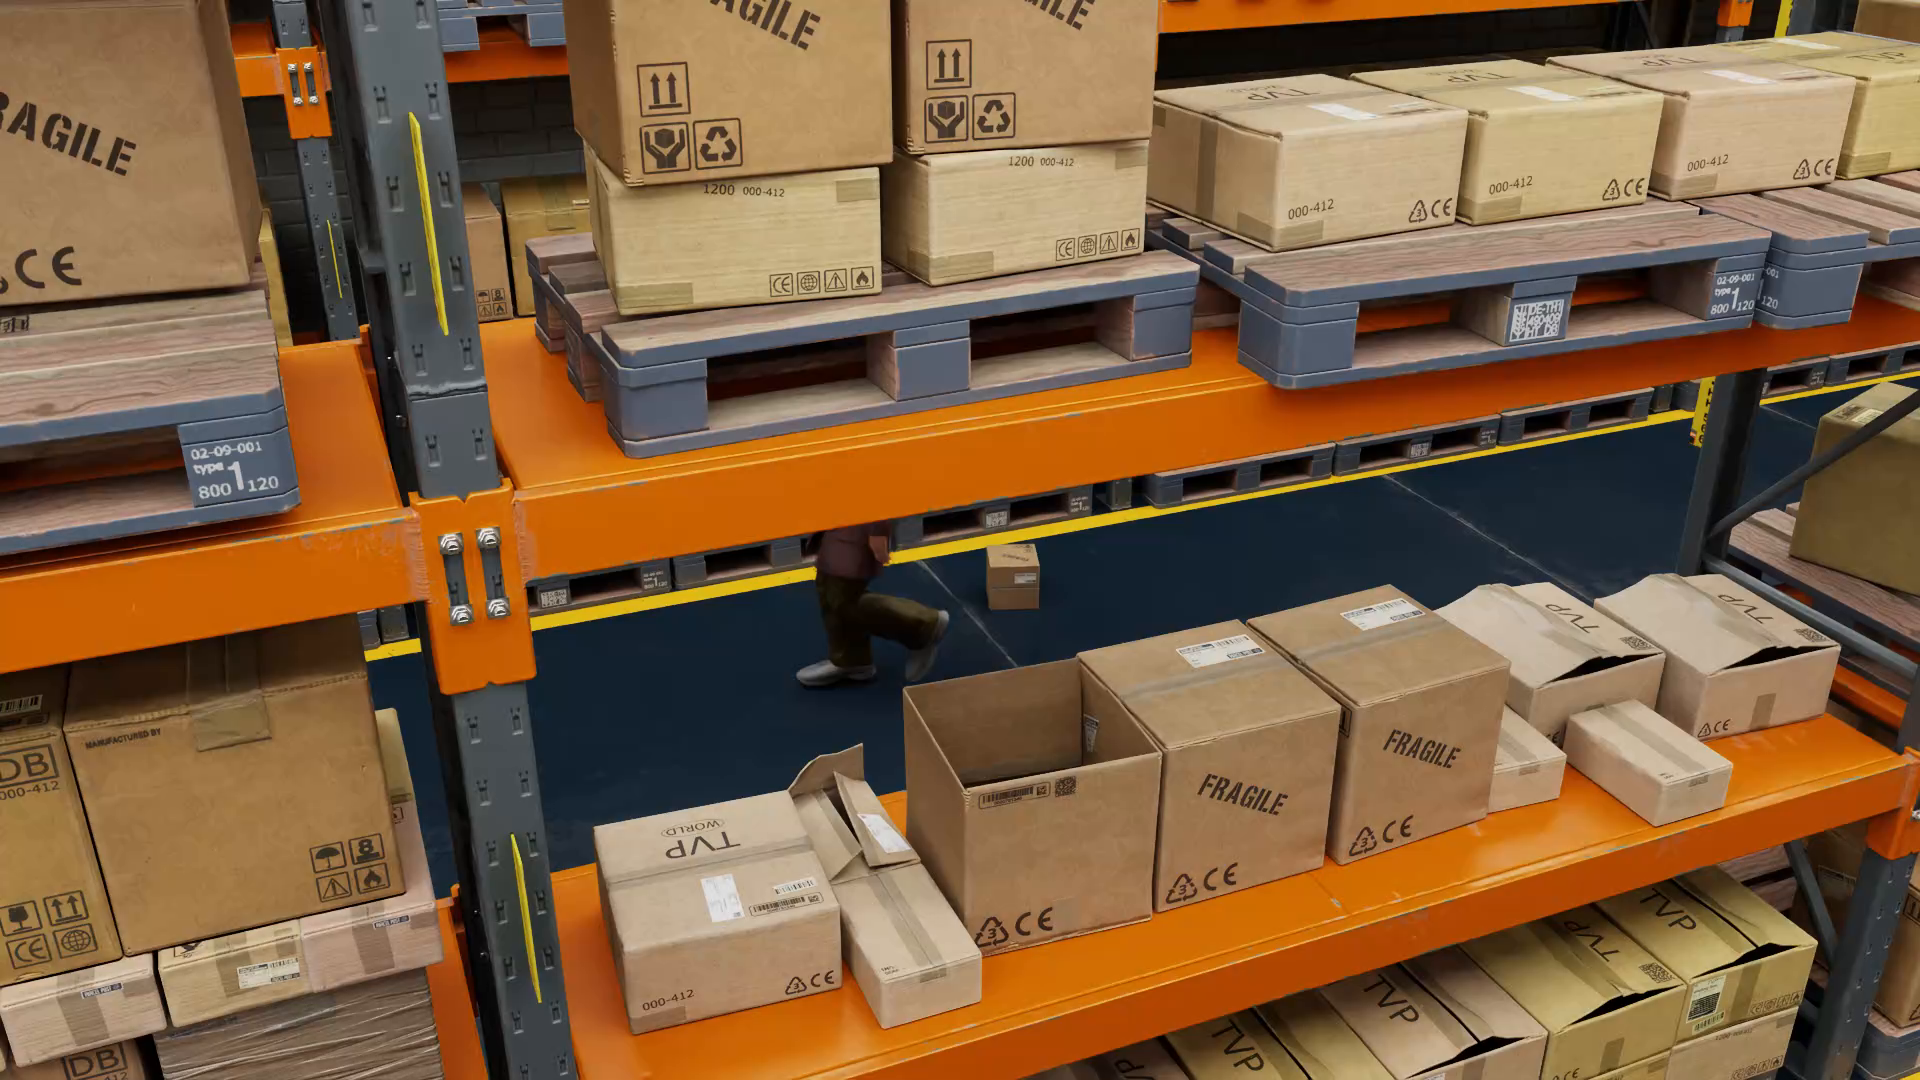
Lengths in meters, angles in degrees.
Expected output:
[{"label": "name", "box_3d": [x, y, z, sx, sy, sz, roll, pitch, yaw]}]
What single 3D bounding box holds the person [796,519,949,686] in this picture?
[{"label": "person", "box_3d": [-0.403, -0.130, 7.347, 0.677, 1.764, 0.586, -8, 27, -17]}]
